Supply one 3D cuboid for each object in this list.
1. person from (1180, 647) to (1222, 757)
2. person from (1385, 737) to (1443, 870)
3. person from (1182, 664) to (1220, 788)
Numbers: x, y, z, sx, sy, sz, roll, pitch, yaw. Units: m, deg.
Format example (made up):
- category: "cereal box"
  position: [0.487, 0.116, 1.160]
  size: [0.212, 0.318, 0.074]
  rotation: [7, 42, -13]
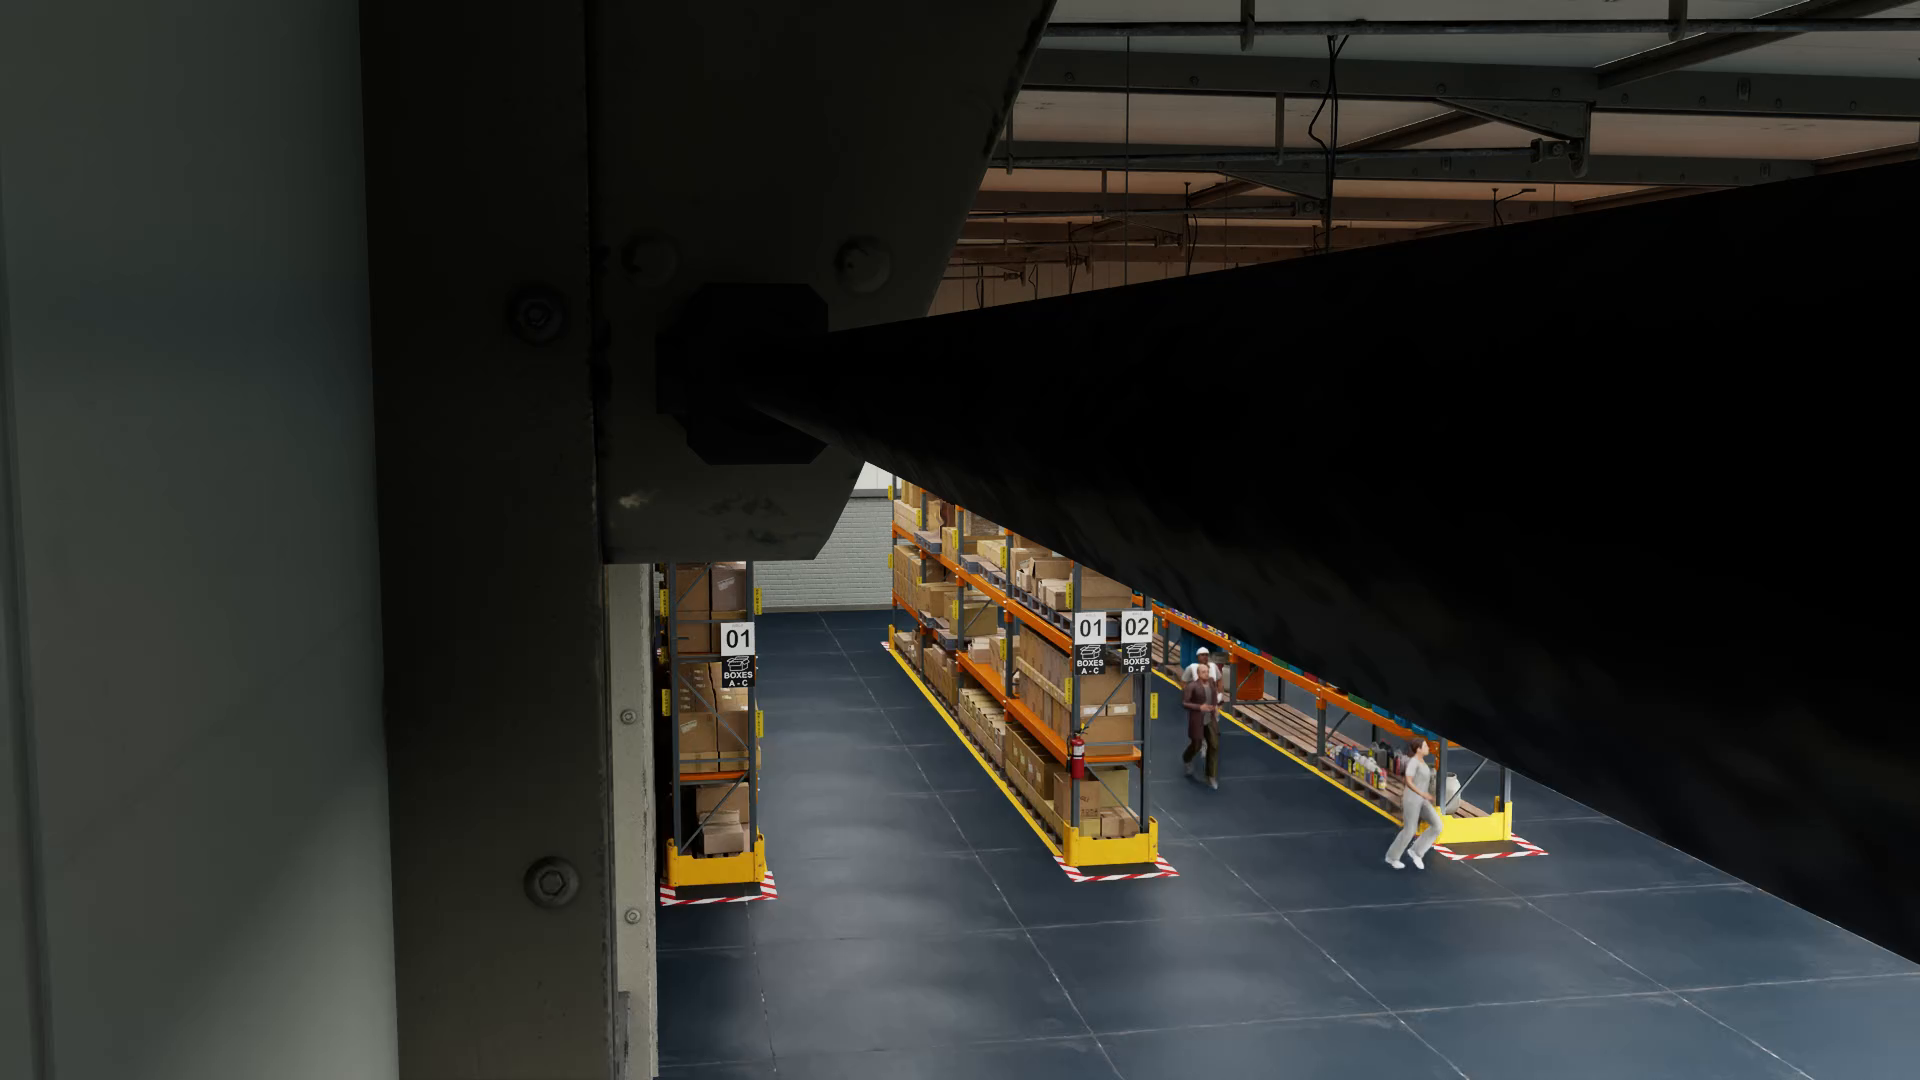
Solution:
- category: "person"
  position: [3.901, 2.584, 26.821]
  size: [0.712, 1.734, 0.668]
  rotation: [-1, 6, -11]
- category: "person"
  position: [5.715, 3.270, 20.792]
  size: [0.651, 1.632, 0.622]
  rotation: [5, 8, 36]
- category: "person"
  position: [3.606, 2.767, 25.001]
  size: [0.738, 1.853, 0.971]
  rotation: [-3, 7, -24]
